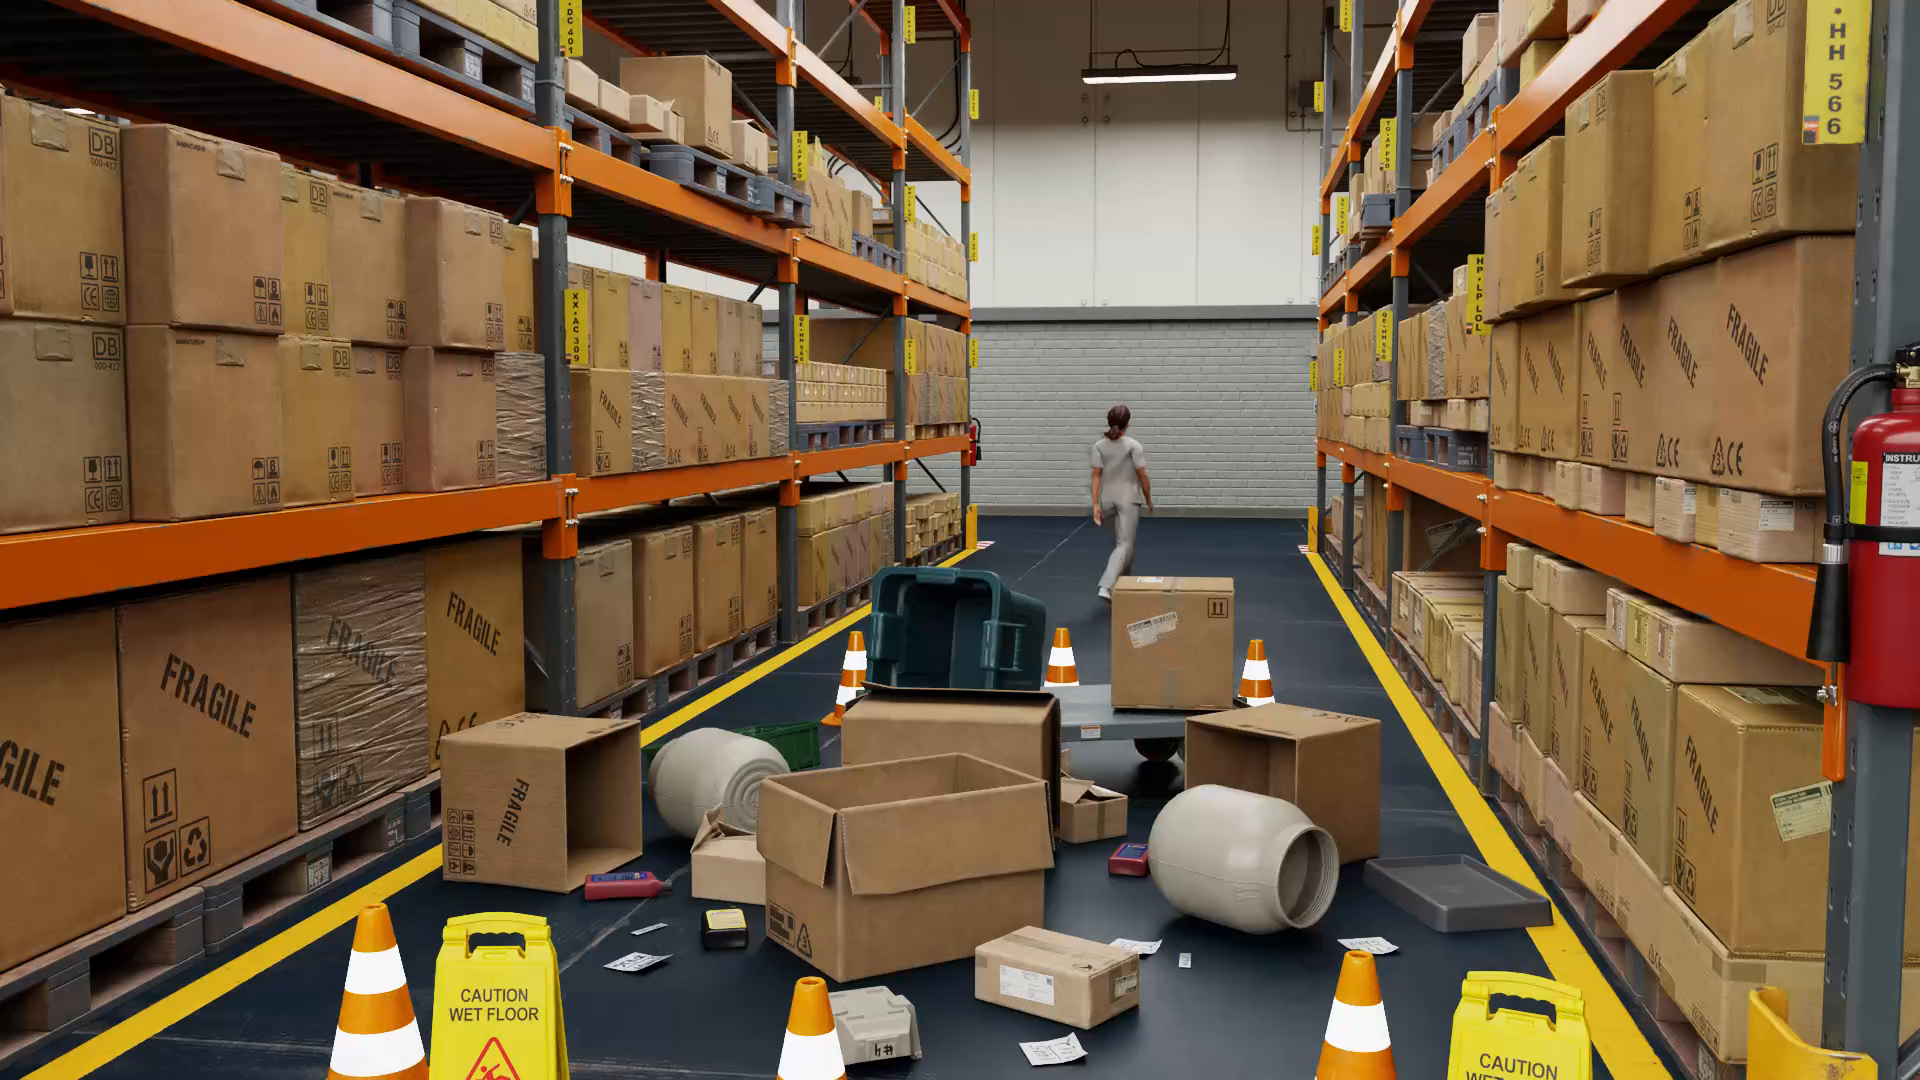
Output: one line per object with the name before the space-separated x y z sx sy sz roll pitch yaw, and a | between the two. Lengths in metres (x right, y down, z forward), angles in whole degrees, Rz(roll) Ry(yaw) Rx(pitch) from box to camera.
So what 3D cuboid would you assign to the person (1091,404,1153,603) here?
person | 1.306 -0.282 13.439 0.443 1.621 1.001 3 5 31
